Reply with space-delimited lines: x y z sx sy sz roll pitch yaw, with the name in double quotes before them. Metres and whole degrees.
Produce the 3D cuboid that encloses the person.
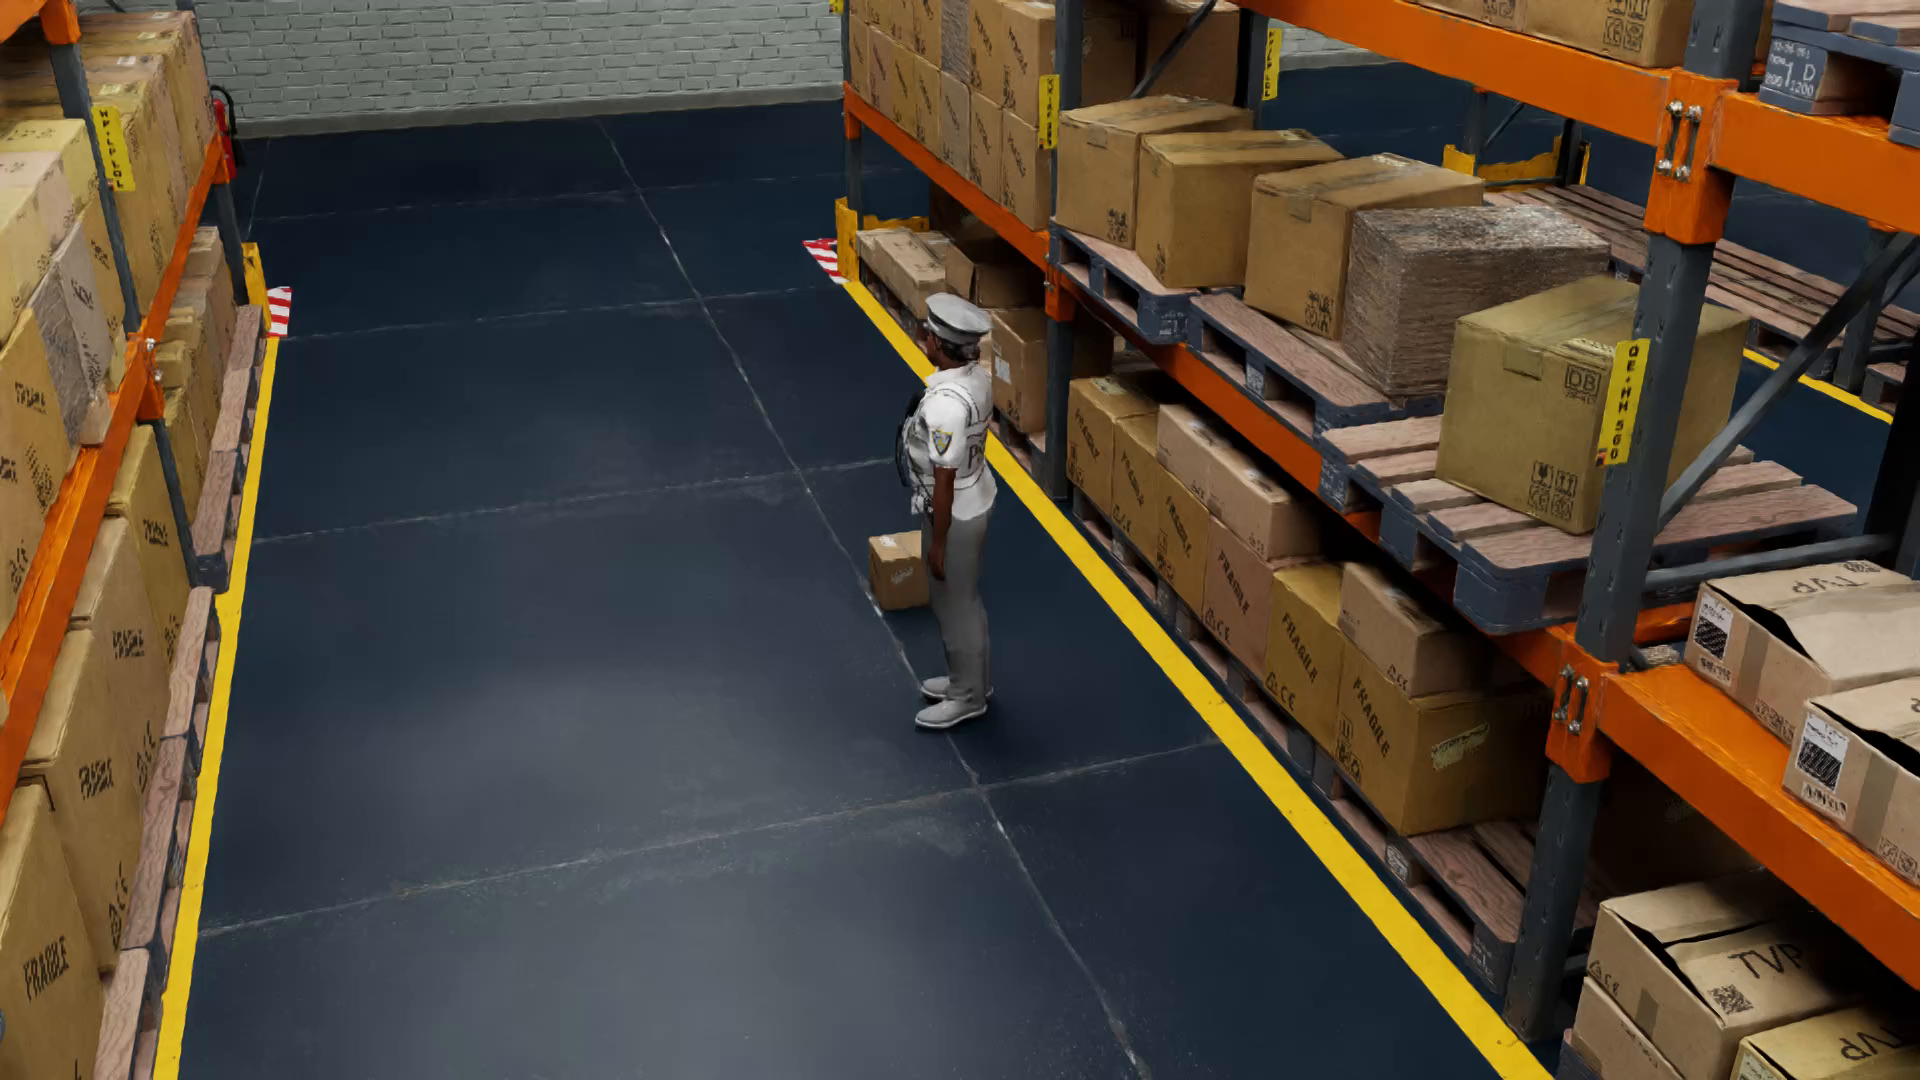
"person" -0.041 -0.097 6.254 0.350 1.681 0.501 5 27 10
